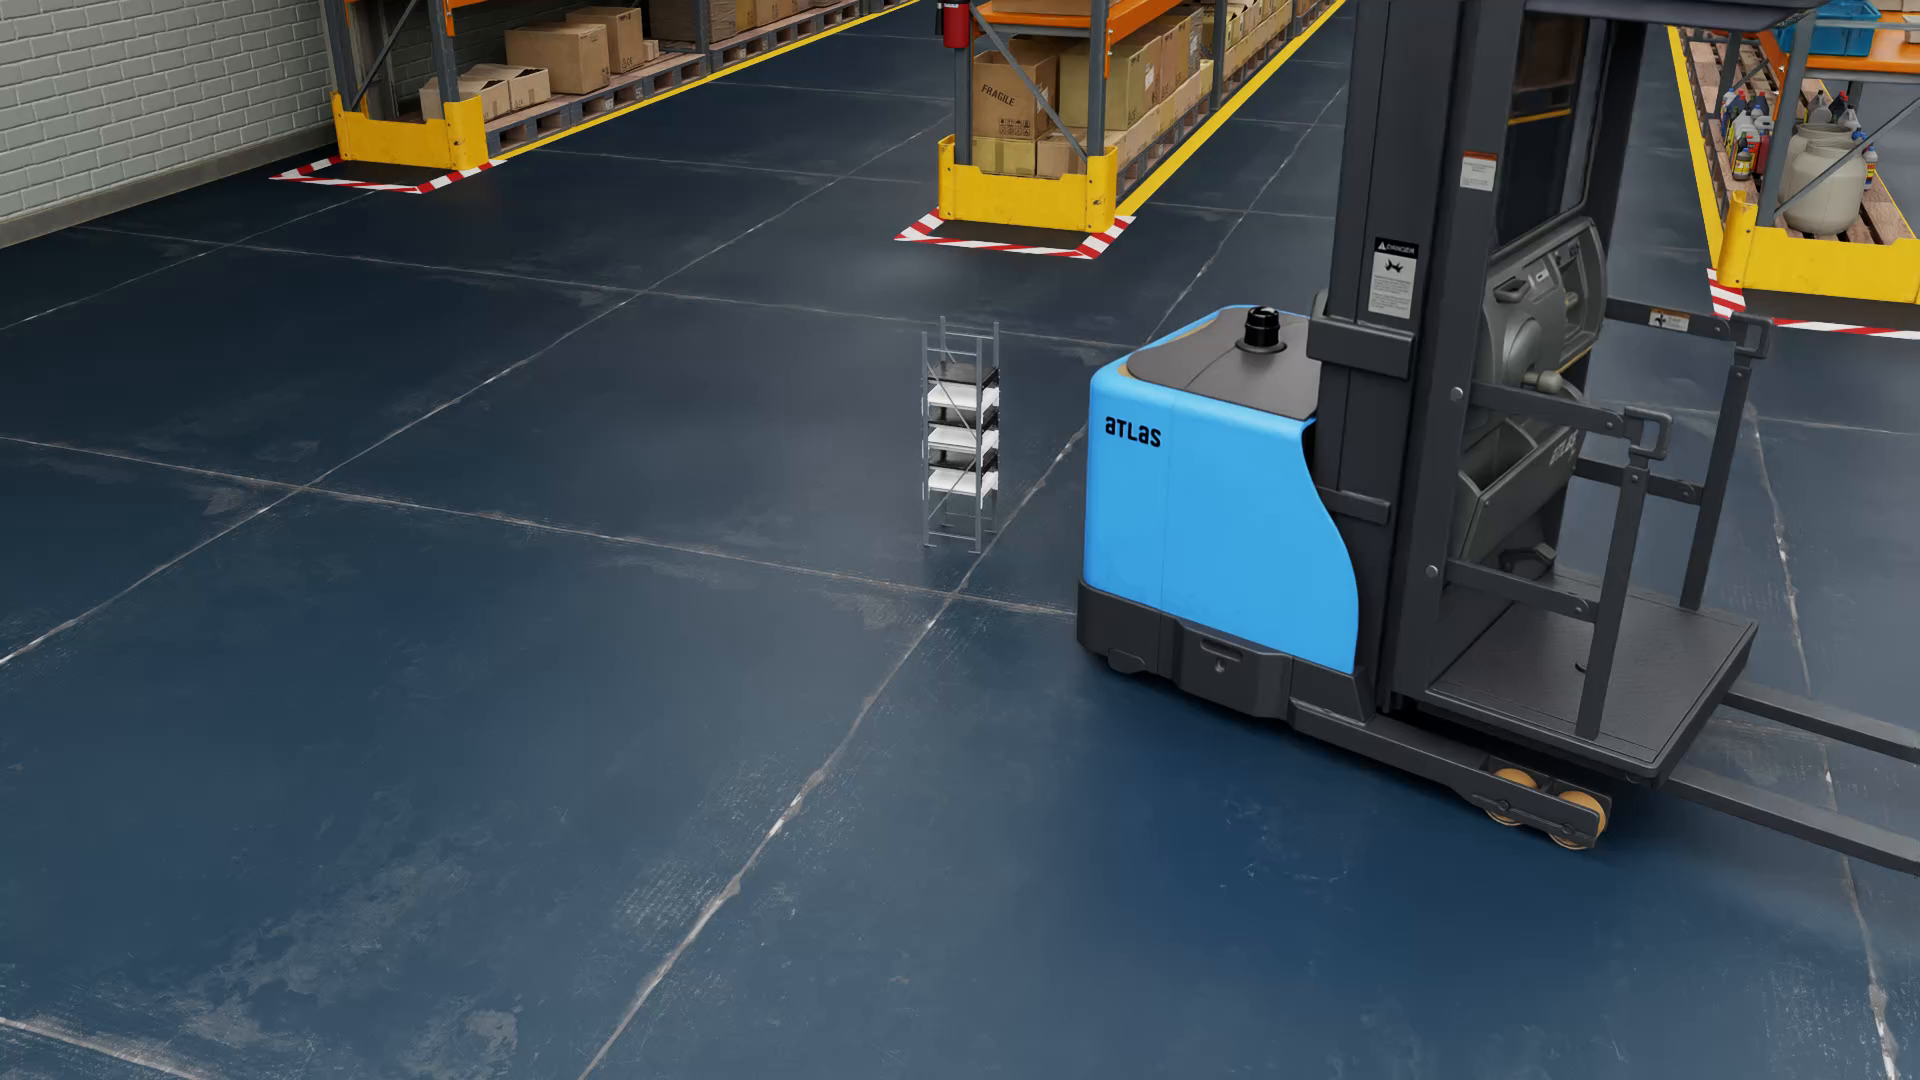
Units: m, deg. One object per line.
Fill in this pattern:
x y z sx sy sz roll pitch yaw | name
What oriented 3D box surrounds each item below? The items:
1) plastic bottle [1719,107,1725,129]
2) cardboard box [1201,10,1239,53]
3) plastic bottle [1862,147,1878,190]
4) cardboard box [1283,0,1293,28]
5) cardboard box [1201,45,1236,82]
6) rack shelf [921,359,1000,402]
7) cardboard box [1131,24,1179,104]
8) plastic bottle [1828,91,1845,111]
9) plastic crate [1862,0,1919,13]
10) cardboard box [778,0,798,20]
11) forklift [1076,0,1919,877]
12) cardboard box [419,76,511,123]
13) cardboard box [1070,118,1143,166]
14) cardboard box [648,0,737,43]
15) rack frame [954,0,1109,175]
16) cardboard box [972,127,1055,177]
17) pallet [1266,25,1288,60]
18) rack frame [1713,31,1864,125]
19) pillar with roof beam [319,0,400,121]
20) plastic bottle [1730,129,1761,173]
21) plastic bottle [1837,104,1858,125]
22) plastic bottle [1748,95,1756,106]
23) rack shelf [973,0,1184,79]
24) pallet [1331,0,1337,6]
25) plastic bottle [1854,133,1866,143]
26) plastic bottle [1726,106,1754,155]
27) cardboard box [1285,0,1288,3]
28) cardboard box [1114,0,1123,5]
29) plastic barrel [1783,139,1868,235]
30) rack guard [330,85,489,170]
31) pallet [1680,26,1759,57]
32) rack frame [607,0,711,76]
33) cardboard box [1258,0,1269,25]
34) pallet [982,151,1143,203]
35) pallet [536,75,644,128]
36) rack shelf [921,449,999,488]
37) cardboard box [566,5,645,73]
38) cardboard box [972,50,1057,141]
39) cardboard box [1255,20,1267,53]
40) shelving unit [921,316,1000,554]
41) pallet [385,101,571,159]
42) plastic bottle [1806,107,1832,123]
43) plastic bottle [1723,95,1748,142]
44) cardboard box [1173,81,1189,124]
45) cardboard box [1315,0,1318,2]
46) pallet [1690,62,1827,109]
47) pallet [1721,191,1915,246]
5.868 -3.234 12.693 0.097 0.201 0.097 0 26 0 | plastic bottle
2.158 -4.503 14.639 0.500 0.311 0.500 9 27 18 | cardboard box
6.021 -2.472 11.040 0.097 0.271 0.097 0 26 0 | plastic bottle
3.171 -5.509 17.360 0.500 0.250 0.500 9 27 19 | cardboard box
2.153 -4.247 14.753 0.500 0.250 0.500 8 27 16 | cardboard box
0.003 -0.621 6.458 0.258 0.077 0.200 9 27 17 | rack shelf
1.344 -3.615 12.587 0.500 0.500 0.500 9 27 17 | cardboard box
6.512 -3.145 12.339 0.144 0.351 0.185 8 27 16 | plastic bottle
6.154 -3.623 11.094 0.530 0.136 0.437 9 27 17 | plastic crate
-2.166 -5.893 17.842 0.700 0.500 0.500 9 27 17 | cardboard box
1.886 -0.675 4.780 3.031 2.935 1.130 19 31 33 | forklift
-3.903 -3.498 13.113 0.500 0.311 0.500 6 26 12 | cardboard box
1.005 -2.868 11.904 0.500 0.250 0.500 9 27 17 | cardboard box
-2.658 -5.260 16.536 0.700 0.500 0.500 10 27 19 | cardboard box
0.454 -3.522 10.582 1.000 3.000 0.127 9 27 17 | rack frame
0.354 -2.737 11.633 0.500 0.250 0.500 9 27 17 | cardboard box
2.806 -5.222 17.293 1.003 0.211 1.213 9 27 17 | pallet
6.455 -4.446 12.490 1.000 3.000 0.127 9 27 17 | rack frame
-0.742 -6.728 10.319 9.100 9.000 0.400 9 27 17 | pillar with roof beam
5.431 -2.692 11.489 0.152 0.276 0.135 9 27 18 | plastic bottle
6.341 -2.934 11.902 0.144 0.351 0.185 9 27 17 | plastic bottle
5.954 -3.202 12.533 0.061 0.283 0.133 9 27 17 | plastic bottle
1.120 -4.020 12.436 1.077 0.370 4.000 9 27 17 | rack shelf
4.212 -6.858 20.673 1.003 0.211 1.213 9 27 17 | pallet
6.168 -2.654 11.415 0.097 0.271 0.097 0 26 0 | plastic bottle
5.591 -2.928 11.890 0.144 0.351 0.185 9 27 17 | plastic bottle
3.174 -5.762 17.239 0.500 0.311 0.500 9 27 19 | cardboard box
0.792 -3.973 11.400 0.700 0.500 0.500 9 27 19 | cardboard box
5.271 -2.153 10.127 0.421 0.512 0.421 0 26 0 | plastic barrel
-4.193 -3.145 12.672 1.175 0.500 0.348 9 27 17 | rack guard
8.009 -5.165 17.175 1.003 0.211 1.213 9 27 17 | pallet
-2.887 -5.883 15.458 1.000 3.000 0.127 9 27 17 | rack frame
2.668 -5.135 15.944 0.500 0.311 0.500 10 27 19 | cardboard box
0.669 -2.587 11.851 1.003 0.211 1.213 9 27 17 | pallet
-3.482 -3.843 14.446 1.003 0.211 1.213 9 27 17 | pallet
0.003 -0.297 6.615 0.258 0.077 0.200 9 27 17 | rack shelf
-3.195 -4.523 15.014 0.500 0.500 0.500 7 27 14 | cardboard box
0.352 -3.074 11.471 0.500 0.500 0.500 9 27 17 | cardboard box
2.664 -4.879 16.058 0.500 0.250 0.500 9 27 18 | cardboard box
0.003 -0.408 6.561 0.258 0.900 0.210 9 27 17 | shelving unit
-3.890 -3.344 13.414 1.003 0.211 1.213 9 27 17 | pallet
6.301 -3.044 12.215 0.152 0.276 0.135 9 27 17 | plastic bottle
5.732 -3.103 12.251 0.144 0.351 0.185 8 27 15 | plastic bottle
1.509 -3.483 13.176 0.500 0.250 0.500 9 27 17 | cardboard box
3.878 -6.449 18.992 0.500 0.500 0.500 8 27 17 | cardboard box
7.084 -4.022 14.815 1.003 0.211 1.213 9 27 17 | pallet
5.380 -1.918 10.470 1.003 0.211 1.213 9 27 17 | pallet
